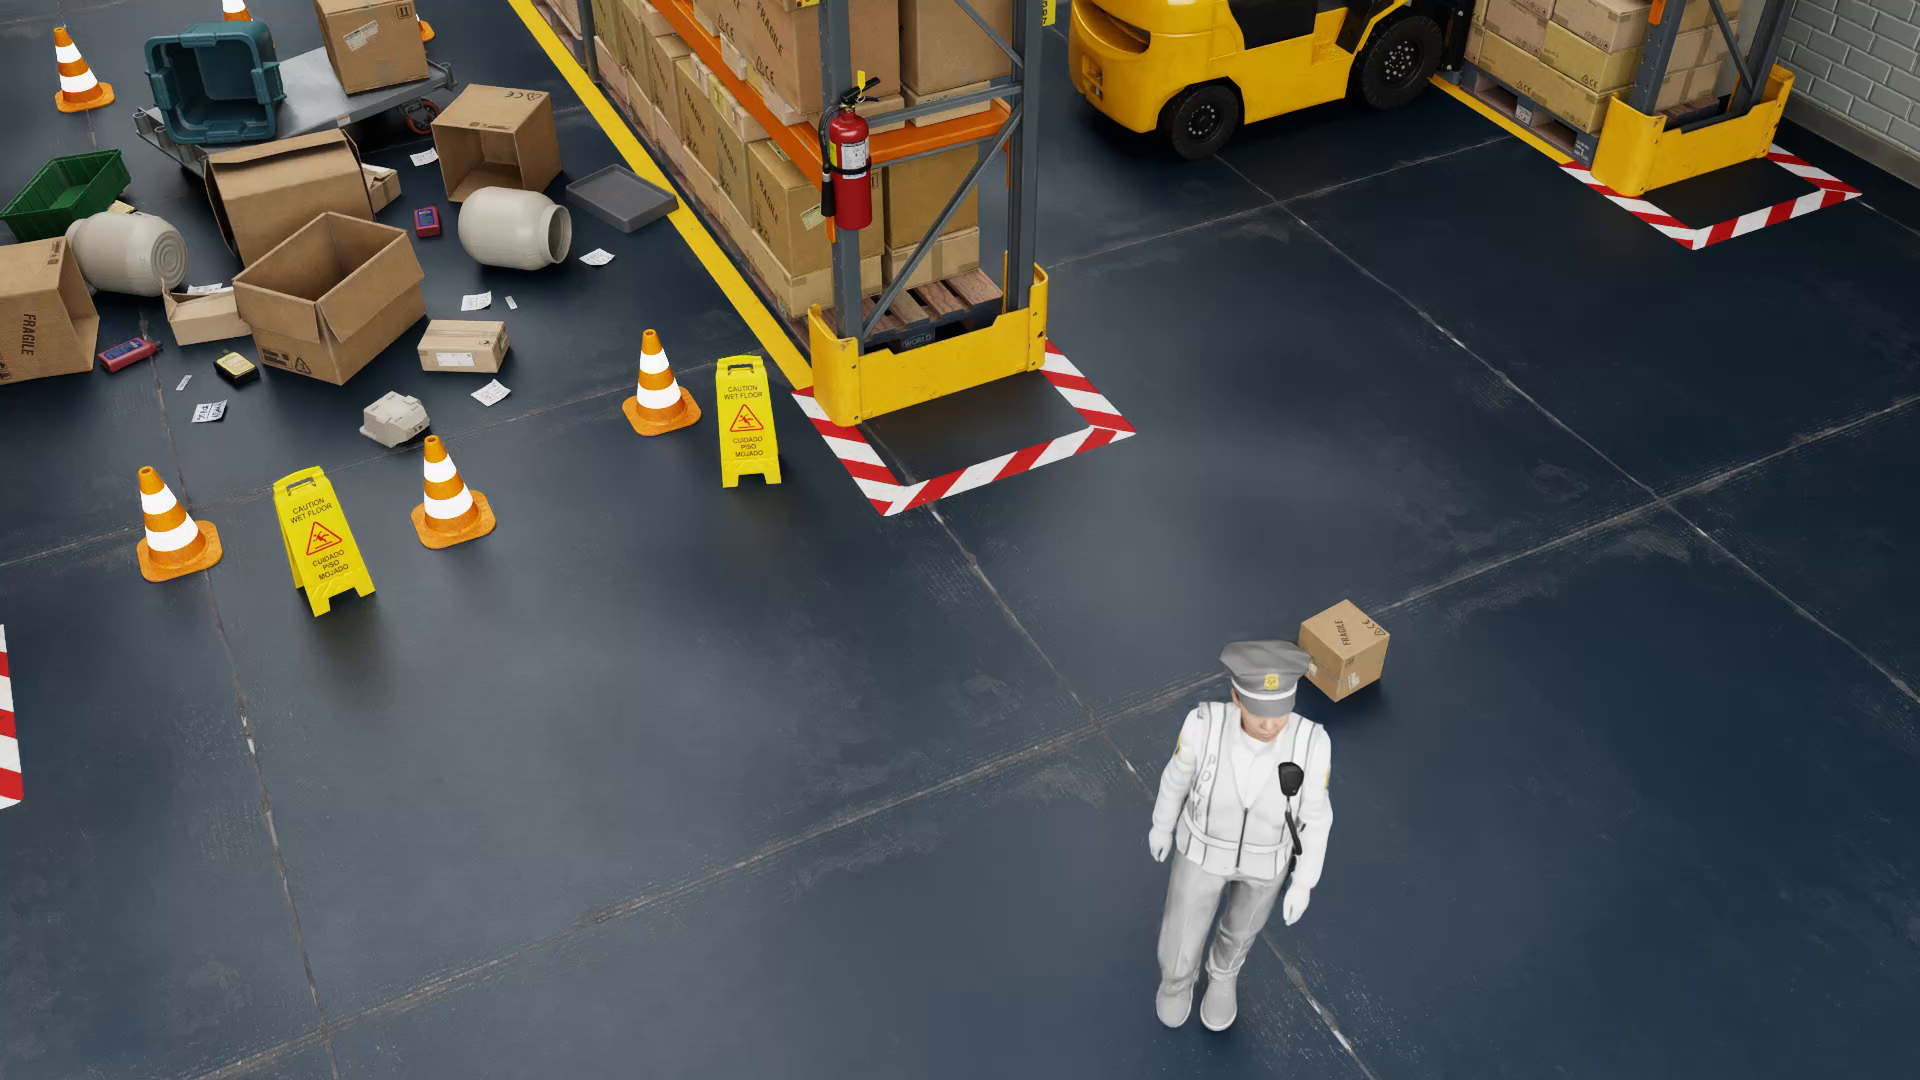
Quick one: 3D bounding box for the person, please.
[{"bbox_3d":[0.829,0.977,5.014,0.517,1.716,0.439,5,42,5],"label":"person"}]
